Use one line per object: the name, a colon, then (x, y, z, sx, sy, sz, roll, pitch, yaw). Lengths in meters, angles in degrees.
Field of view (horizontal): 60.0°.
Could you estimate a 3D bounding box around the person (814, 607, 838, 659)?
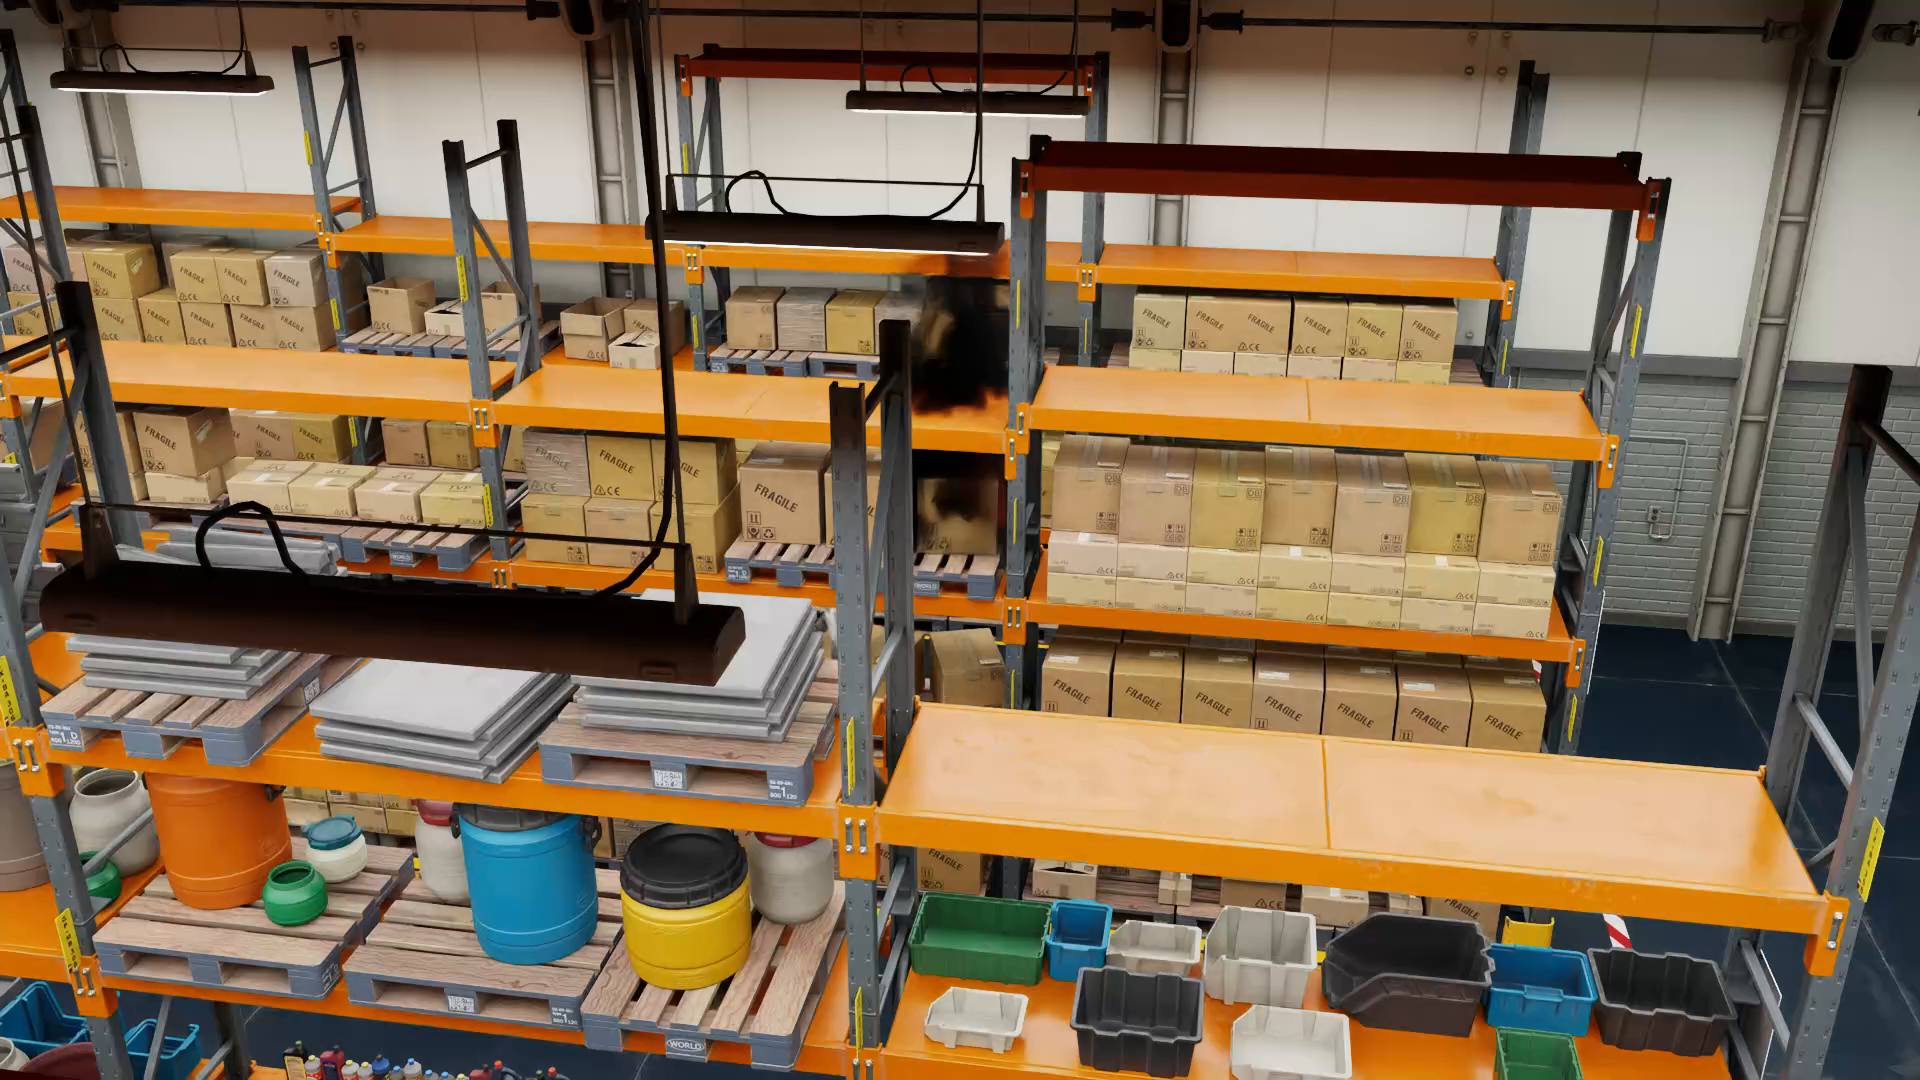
person: (-1.147, 1.133, 15.718, 0.506, 1.568, 0.536, 5, 24, 11)
